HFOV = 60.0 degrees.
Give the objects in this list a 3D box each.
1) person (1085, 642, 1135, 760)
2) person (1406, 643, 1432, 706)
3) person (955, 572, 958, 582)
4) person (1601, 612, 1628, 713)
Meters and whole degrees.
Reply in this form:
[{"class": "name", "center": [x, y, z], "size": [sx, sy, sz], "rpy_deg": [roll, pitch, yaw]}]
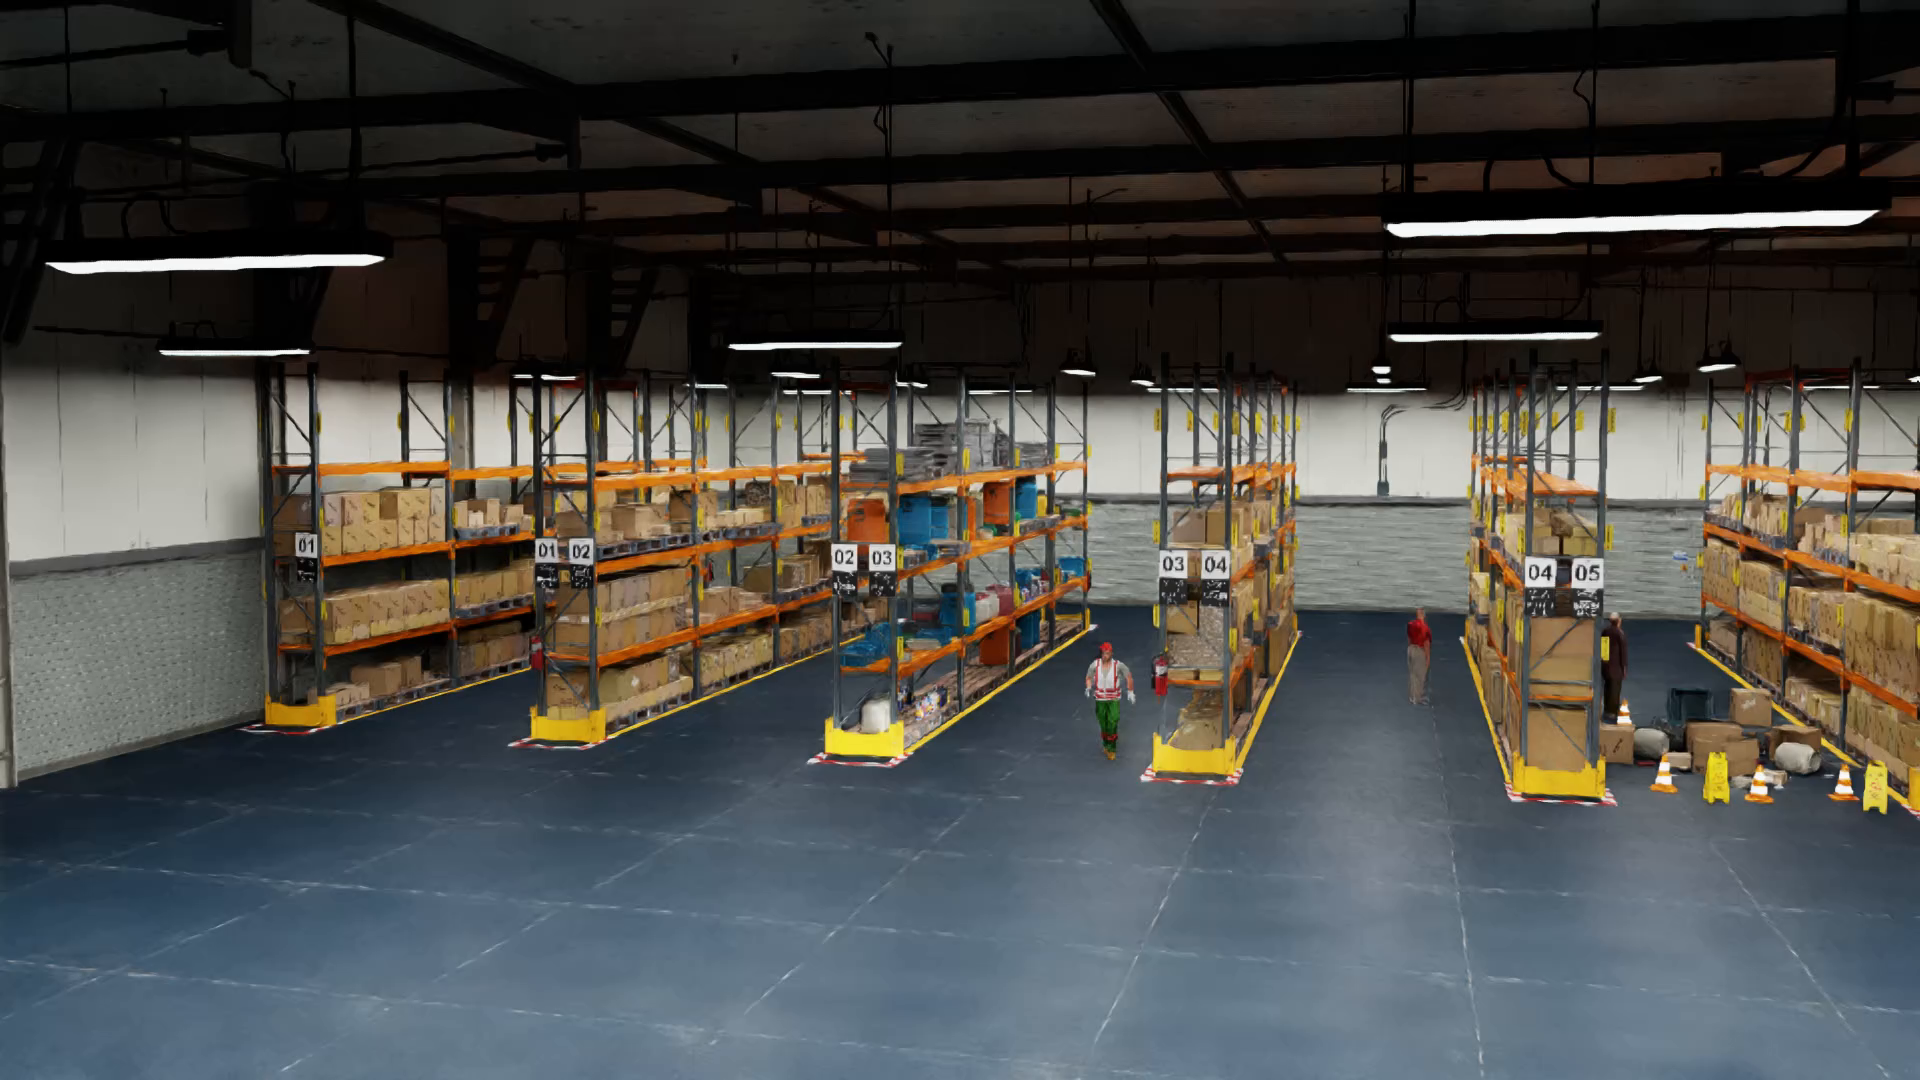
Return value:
[{"class": "person", "center": [2.229, 2.383, 24.944], "size": [0.707, 1.728, 0.808], "rpy_deg": [1, 4, 20]}, {"class": "person", "center": [8.195, 2.088, 29.531], "size": [0.457, 1.654, 0.514], "rpy_deg": [-1, 4, -17]}, {"class": "person", "center": [0.074, 1.507, 37.634], "size": [0.408, 1.680, 0.538], "rpy_deg": [-1, 4, -15]}, {"class": "person", "center": [11.084, 2.071, 28.207], "size": [0.376, 1.702, 0.638], "rpy_deg": [-1, 4, -15]}]
